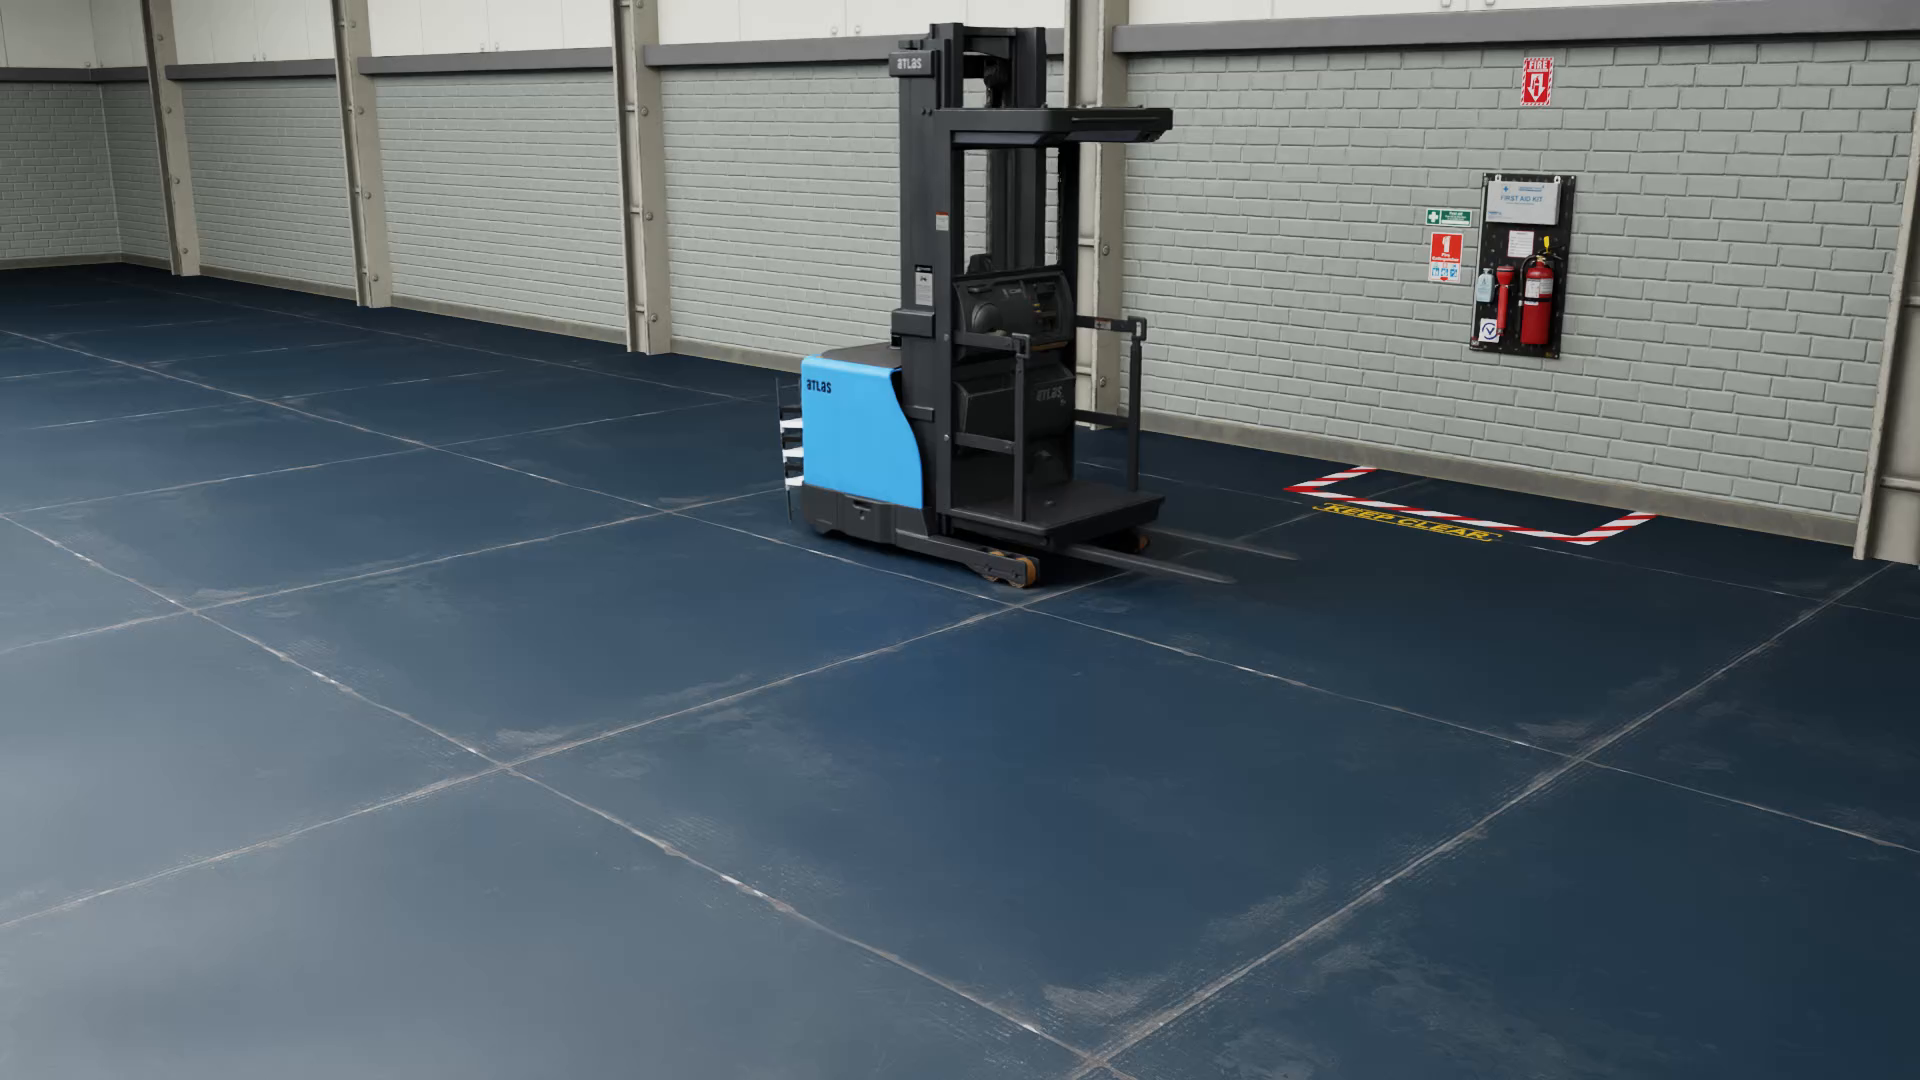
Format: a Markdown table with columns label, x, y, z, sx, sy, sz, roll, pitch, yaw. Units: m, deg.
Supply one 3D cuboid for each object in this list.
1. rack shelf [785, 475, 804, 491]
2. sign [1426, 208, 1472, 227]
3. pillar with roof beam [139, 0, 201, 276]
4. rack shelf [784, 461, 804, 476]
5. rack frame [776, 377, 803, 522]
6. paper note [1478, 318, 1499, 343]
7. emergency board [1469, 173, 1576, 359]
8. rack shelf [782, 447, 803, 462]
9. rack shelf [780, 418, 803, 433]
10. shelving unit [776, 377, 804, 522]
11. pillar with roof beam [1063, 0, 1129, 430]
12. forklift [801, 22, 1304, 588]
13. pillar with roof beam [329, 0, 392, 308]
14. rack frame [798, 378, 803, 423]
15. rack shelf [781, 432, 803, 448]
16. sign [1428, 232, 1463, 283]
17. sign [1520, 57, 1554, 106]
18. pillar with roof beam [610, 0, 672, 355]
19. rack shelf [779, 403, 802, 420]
| label | x | y | z | sx | sy | sz | roll | pitch | yaw |
| --- | --- | --- | --- | --- | --- | --- | --- | --- | --- |
| rack shelf | -0.924 | -0.360 | 10.337 | 0.200 | 0.077 | 0.258 | 6 | 15 | 42 |
| sign | 3.284 | -2.167 | 11.177 | 0.331 | 0.109 | 0.001 | 14 | 20 | 42 |
| pillar with roof beam | -14.900 | -7.663 | 21.493 | 0.400 | 9.000 | 9.100 | 14 | 20 | 42 |
| rack shelf | -0.931 | -0.448 | 10.320 | 0.200 | 0.077 | 0.258 | 6 | 15 | 42 |
| rack frame | -1.015 | -0.576 | 10.364 | 0.006 | 0.900 | 0.240 | 6 | 15 | 42 |
| paper note | 3.533 | -1.397 | 11.093 | 0.142 | 0.148 | 0.016 | 14 | 20 | 42 |
| emergency board | 3.613 | -1.780 | 10.815 | 0.643 | 1.169 | 0.194 | 14 | 20 | 42 |
| rack shelf | -0.937 | -0.536 | 10.303 | 0.200 | 0.077 | 0.258 | 6 | 15 | 42 |
| rack shelf | -0.950 | -0.712 | 10.269 | 0.200 | 0.077 | 0.258 | 6 | 15 | 42 |
| shelving unit | -0.939 | -0.569 | 10.297 | 0.210 | 0.900 | 0.258 | 6 | 15 | 42 |
| pillar with roof beam | -1.942 | -4.512 | 9.403 | 0.400 | 9.000 | 9.100 | 14 | 20 | 42 |
| forklift | 0.463 | -1.307 | 9.135 | 3.031 | 2.935 | 1.130 | 13 | 20 | 41 |
| pillar with roof beam | -10.580 | -6.612 | 17.463 | 0.400 | 9.000 | 9.100 | 14 | 20 | 42 |
| rack frame | -0.864 | -0.561 | 10.229 | 0.006 | 0.900 | 0.240 | 6 | 15 | 42 |
| rack shelf | -0.943 | -0.624 | 10.286 | 0.200 | 0.077 | 0.258 | 6 | 15 | 42 |
| sign | 3.287 | -1.913 | 11.253 | 0.234 | 0.329 | 0.001 | 14 | 20 | 42 |
| sign | 3.676 | -2.921 | 10.597 | 0.199 | 0.298 | 0.001 | 14 | 20 | 42 |
| pillar with roof beam | -6.261 | -5.562 | 13.433 | 0.400 | 9.000 | 9.100 | 14 | 20 | 42 |
| rack shelf | -0.956 | -0.800 | 10.252 | 0.200 | 0.077 | 0.258 | 6 | 15 | 42 |
